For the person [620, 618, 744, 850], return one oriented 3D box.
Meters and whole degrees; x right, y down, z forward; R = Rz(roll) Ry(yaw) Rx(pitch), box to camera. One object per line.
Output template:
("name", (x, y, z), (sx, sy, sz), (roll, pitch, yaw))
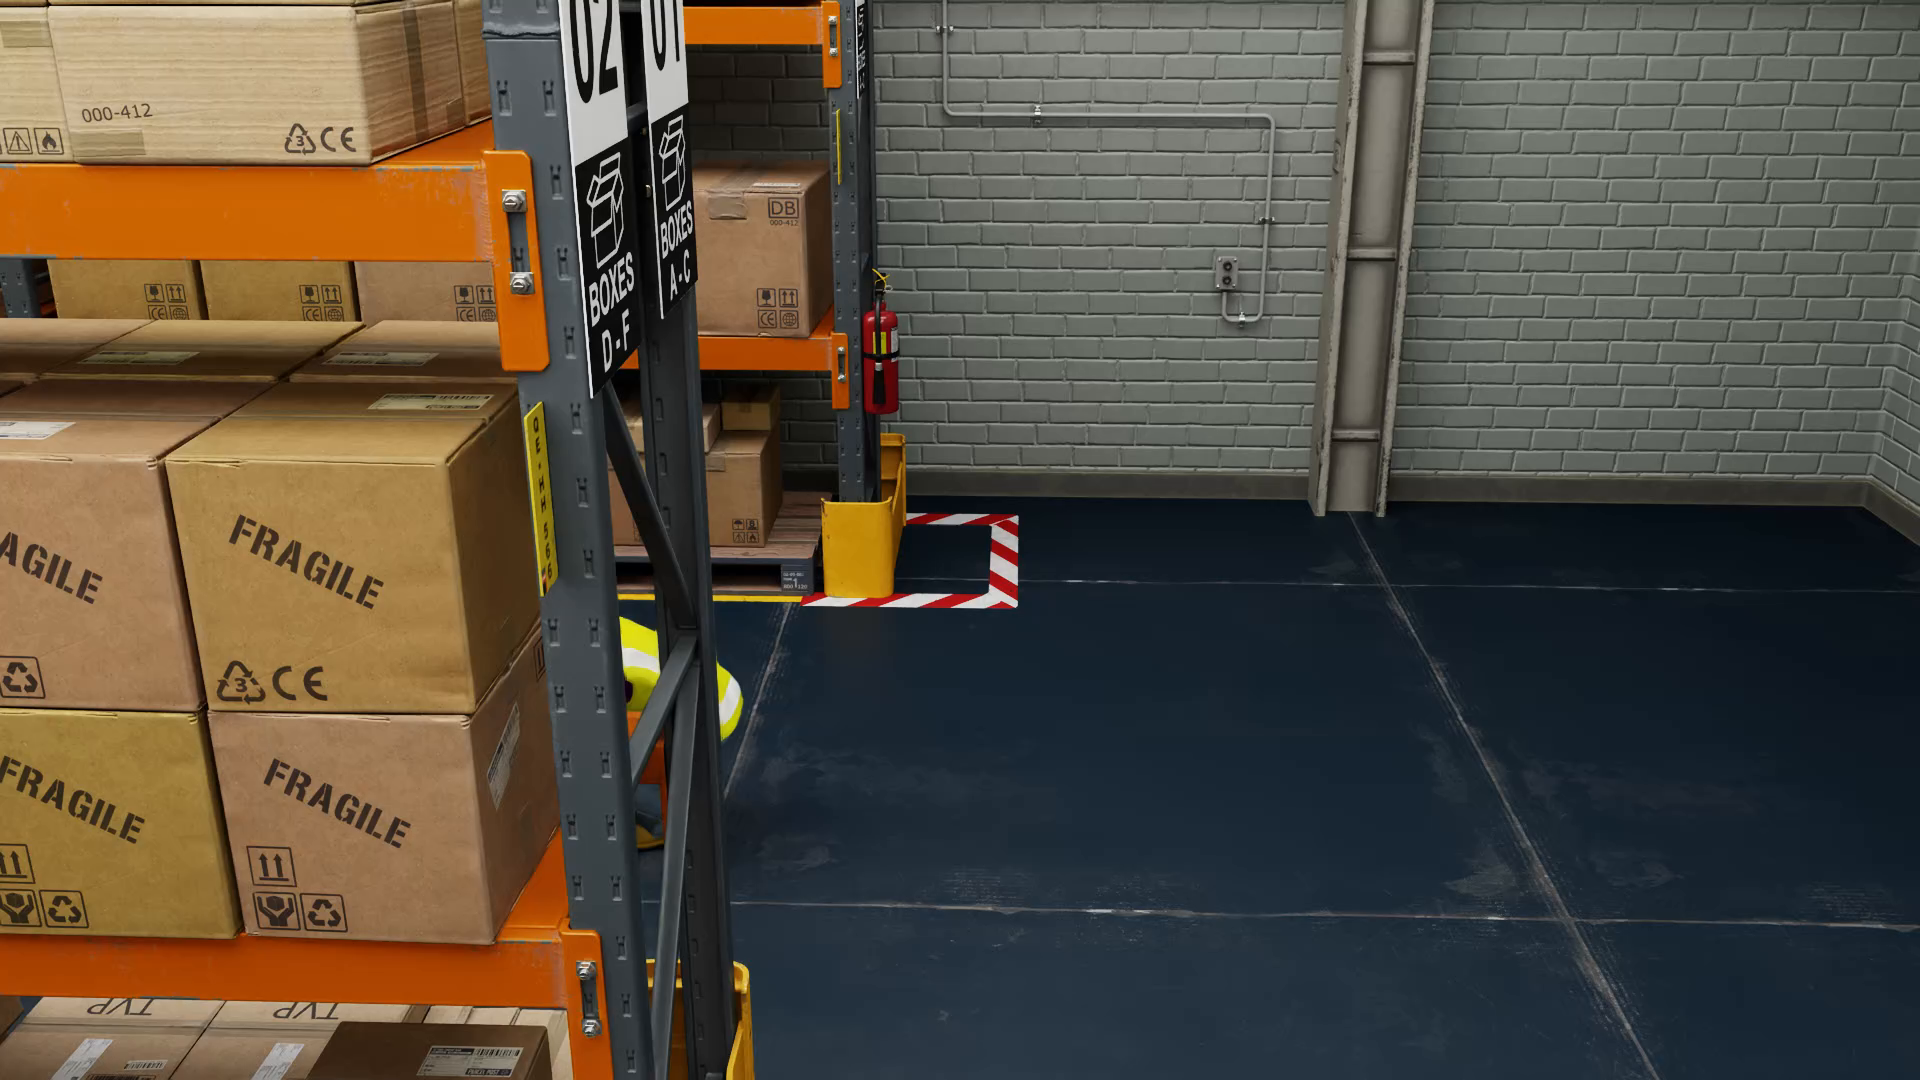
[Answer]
("person", (-1.250, 0.657, 6.037), (0.897, 0.902, 0.565), (1, 21, 2))
